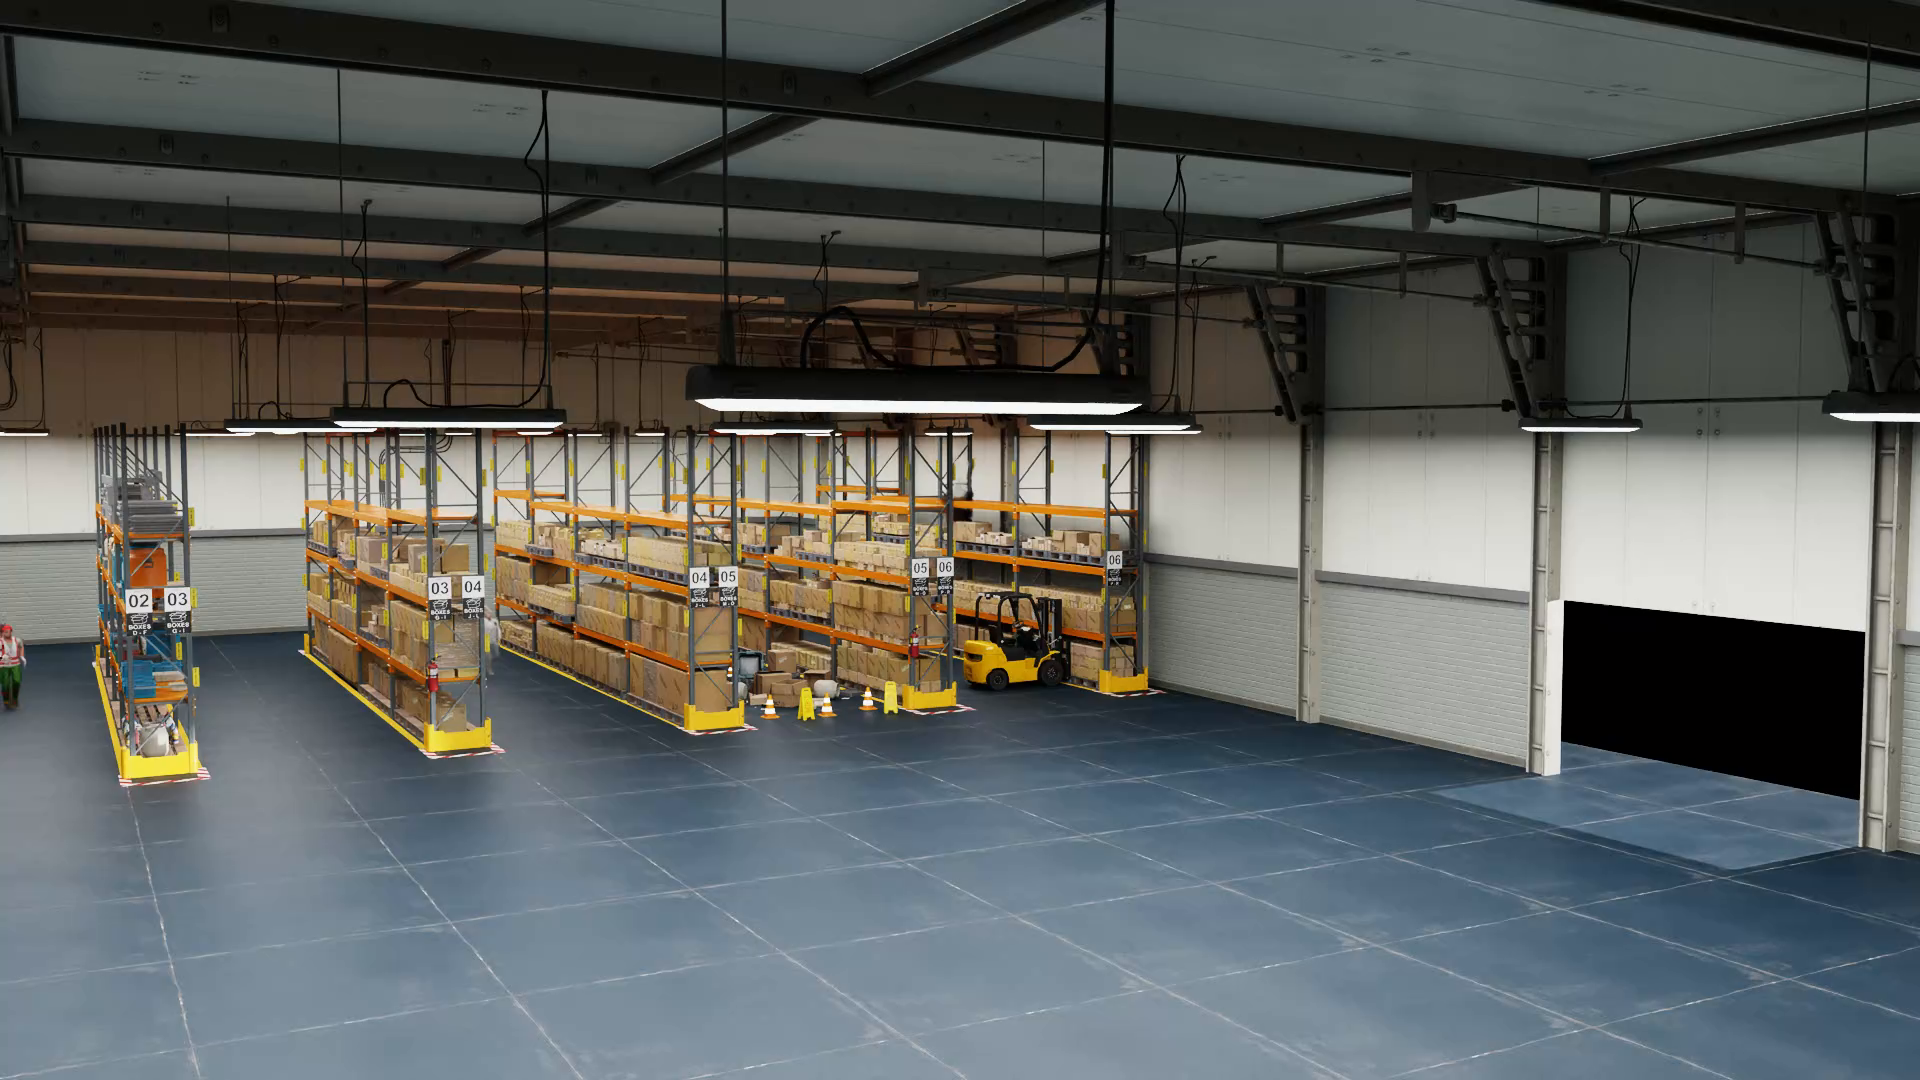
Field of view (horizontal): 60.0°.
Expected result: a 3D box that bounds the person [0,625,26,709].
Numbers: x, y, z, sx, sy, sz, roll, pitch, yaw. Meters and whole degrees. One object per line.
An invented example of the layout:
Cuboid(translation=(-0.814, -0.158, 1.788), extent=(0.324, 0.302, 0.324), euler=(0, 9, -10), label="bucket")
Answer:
Cuboid(translation=(-20.147, 2.696, 35.267), extent=(0.643, 1.796, 0.805), euler=(-3, 4, -38), label="person")

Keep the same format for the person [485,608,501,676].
Cuboid(translation=(-11.372, 2.457, 40.260), extent=(0.592, 1.651, 0.539), euler=(-2, 4, -33), label="person")

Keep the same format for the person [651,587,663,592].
Cuboid(translation=(-9.287, 1.838, 50.520), extent=(0.616, 1.709, 0.703), euler=(0, 3, -3), label="person")

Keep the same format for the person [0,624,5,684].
Cuboid(translation=(-21.979, 2.551, 37.829), extent=(0.719, 1.751, 0.970), euler=(-3, 4, -39), label="person")
